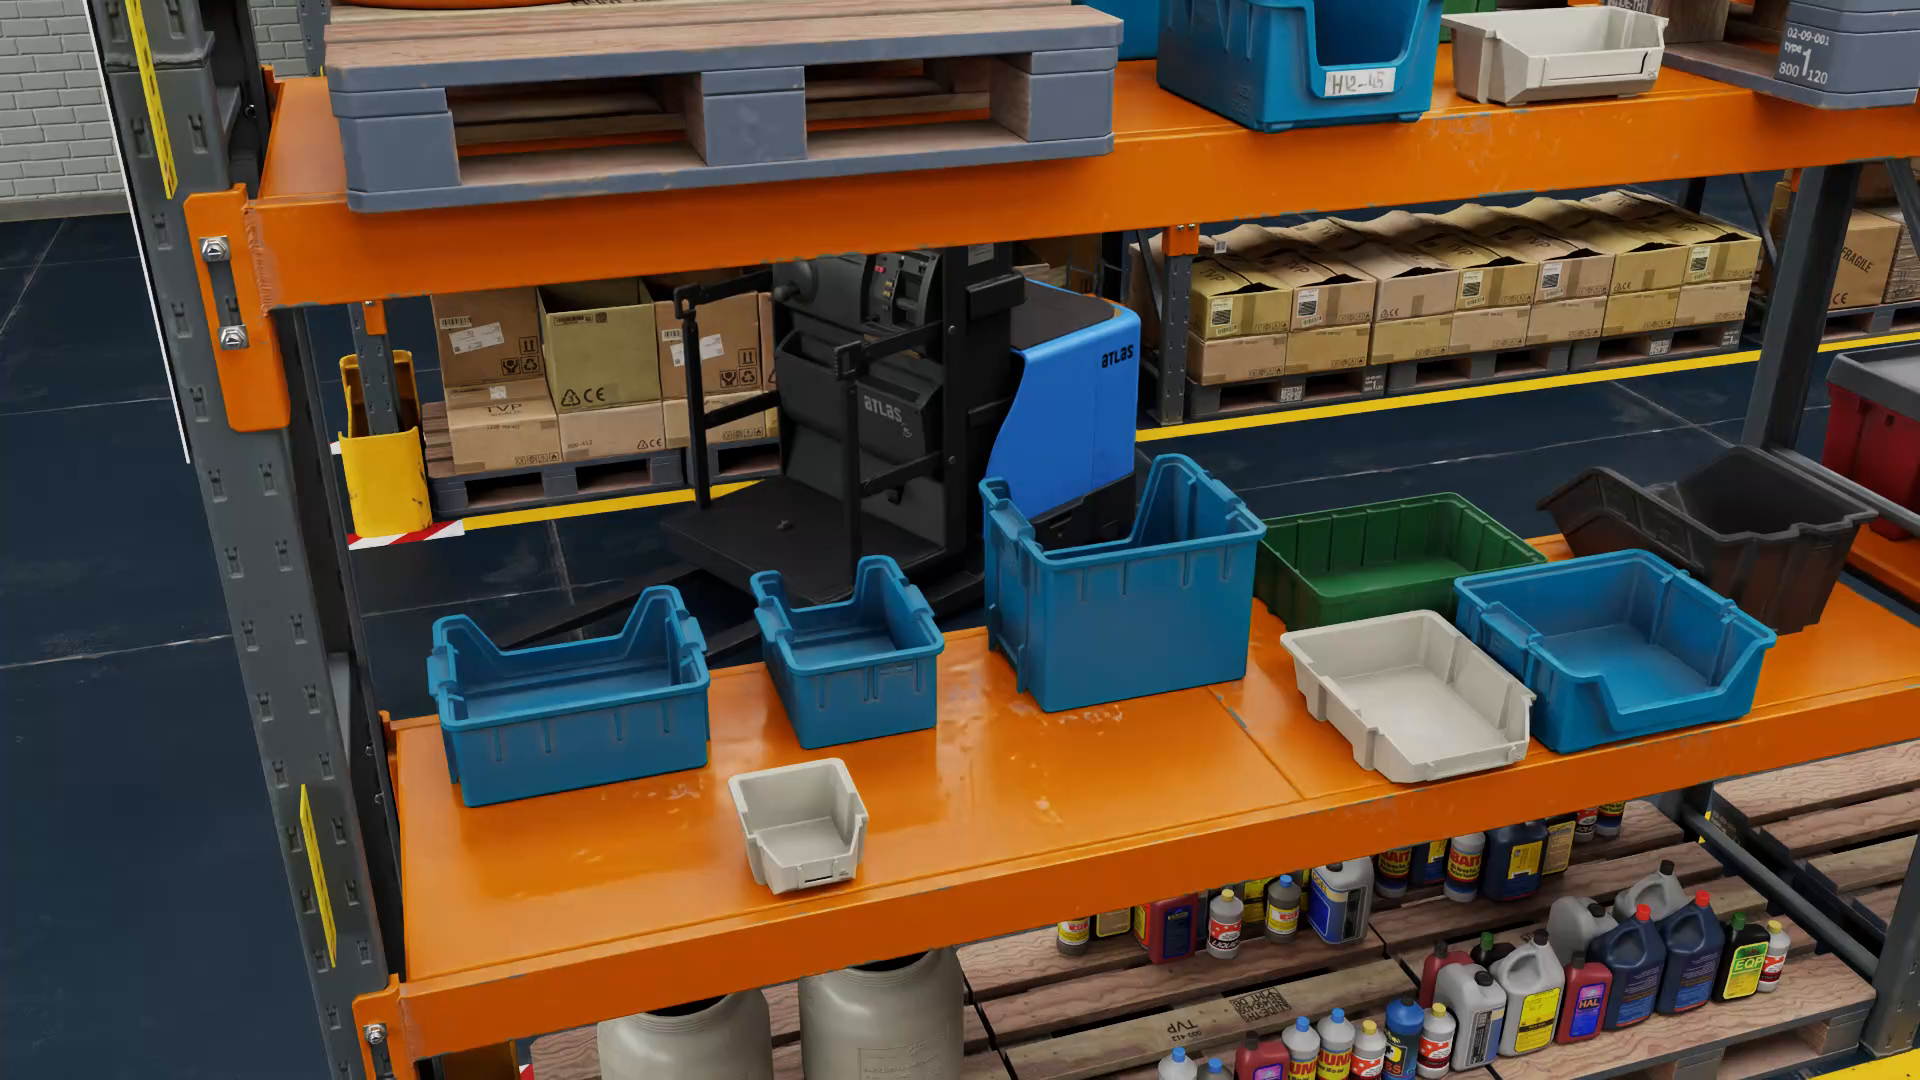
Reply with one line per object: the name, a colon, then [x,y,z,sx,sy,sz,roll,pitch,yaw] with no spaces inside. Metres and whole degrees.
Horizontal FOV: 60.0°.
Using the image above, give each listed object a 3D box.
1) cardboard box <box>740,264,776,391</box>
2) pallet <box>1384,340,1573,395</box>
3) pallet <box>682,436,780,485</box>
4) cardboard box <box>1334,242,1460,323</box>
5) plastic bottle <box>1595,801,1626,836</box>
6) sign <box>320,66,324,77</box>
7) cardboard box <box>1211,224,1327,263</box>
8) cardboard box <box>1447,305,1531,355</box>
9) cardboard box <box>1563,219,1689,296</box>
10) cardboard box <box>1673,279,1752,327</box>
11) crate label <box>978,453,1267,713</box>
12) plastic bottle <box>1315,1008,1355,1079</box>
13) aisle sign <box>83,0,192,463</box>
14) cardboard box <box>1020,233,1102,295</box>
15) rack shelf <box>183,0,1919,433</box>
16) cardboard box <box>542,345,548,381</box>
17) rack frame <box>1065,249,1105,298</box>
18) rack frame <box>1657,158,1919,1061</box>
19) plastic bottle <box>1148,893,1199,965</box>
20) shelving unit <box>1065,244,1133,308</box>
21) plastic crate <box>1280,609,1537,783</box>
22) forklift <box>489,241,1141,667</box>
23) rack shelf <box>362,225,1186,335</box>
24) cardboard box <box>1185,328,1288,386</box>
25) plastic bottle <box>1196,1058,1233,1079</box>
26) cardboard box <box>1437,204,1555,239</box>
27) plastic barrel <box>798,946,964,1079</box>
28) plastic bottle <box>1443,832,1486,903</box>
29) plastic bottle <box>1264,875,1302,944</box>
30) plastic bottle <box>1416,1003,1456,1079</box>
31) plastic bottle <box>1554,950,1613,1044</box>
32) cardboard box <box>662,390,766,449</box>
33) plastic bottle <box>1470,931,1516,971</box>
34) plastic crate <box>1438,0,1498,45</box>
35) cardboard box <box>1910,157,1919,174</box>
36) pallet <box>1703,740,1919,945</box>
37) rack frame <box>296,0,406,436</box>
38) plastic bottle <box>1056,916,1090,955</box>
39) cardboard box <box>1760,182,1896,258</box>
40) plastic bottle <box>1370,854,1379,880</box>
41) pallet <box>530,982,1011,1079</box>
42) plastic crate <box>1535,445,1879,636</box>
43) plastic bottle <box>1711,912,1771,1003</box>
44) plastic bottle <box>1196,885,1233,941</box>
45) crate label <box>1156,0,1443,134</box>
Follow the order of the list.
cardboard box: [-0.804,-1.097,8.363,0.500,0.500,0.500,-8,28,-16]
pallet: [2.844,-1.209,9.947,1.213,0.211,1.003,-8,28,-16]
pallet: [-0.938,-0.660,8.841,1.213,0.211,1.003,-8,28,-16]
cardboard box: [2.433,-1.468,9.322,0.500,0.311,0.500,-9,28,-18]
plastic bottle: [2.085,0.808,5.322,0.097,0.271,0.097,0,26,0]
sign: [-2.644,-1.807,6.954,0.005,0.325,0.100,-8,28,-16]
cardboard box: [1.782,-1.629,9.647,0.500,0.311,0.500,-7,27,-15]
cardboard box: [2.916,-1.289,9.594,0.500,0.250,0.500,-8,27,-15]
cardboard box: [3.883,-1.678,9.746,0.500,0.311,0.500,-9,28,-17]
cardboard box: [4.372,-1.502,10.022,0.500,0.250,0.500,-8,27,-15]
crate label: [0.387,0.092,4.152,0.616,0.435,0.502,-8,28,-16]
plastic bottle: [0.962,1.322,4.288,0.097,0.271,0.097,0,26,0]
aisle sign: [-1.257,-0.555,2.571,0.004,0.787,0.394,-8,28,-16]
cardboard box: [0.456,-1.531,9.237,0.500,0.500,0.500,-8,28,-16]
rack shelf: [0.622,-0.821,3.466,4.000,0.370,1.077,-8,28,-16]
cardboard box: [-1.920,-0.848,8.706,0.500,0.250,0.500,-8,28,-16]
rack frame: [0.556,-0.774,7.935,0.006,1.200,0.240,-17,31,-38]
rack frame: [2.524,-0.075,4.528,0.127,3.000,1.000,-8,28,-16]
plastic bottle: [0.613,1.079,4.764,0.133,0.283,0.061,-8,28,-16]
shelving unit: [0.625,-0.795,7.991,0.189,1.200,0.258,-17,31,-38]
plastic crate: [1.058,0.374,3.921,0.437,0.136,0.530,-8,28,-16]
forklift: [-0.578,-1.057,6.584,3.031,2.935,1.130,-24,35,-39]
rack shelf: [-0.908,-1.572,8.353,4.000,0.370,1.077,-8,28,-16]
cardboard box: [1.454,-1.077,9.167,0.500,0.250,0.500,-9,28,-17]
plastic bottle: [0.639,1.400,4.209,0.097,0.201,0.097,0,26,0]
cardboard box: [3.225,-1.835,10.063,0.500,0.311,0.500,-9,28,-17]
plastic barrel: [-0.201,1.210,4.265,0.421,0.512,0.421,0,26,0]
plastic bottle: [1.527,0.957,5.023,0.097,0.271,0.097,0,26,0]
plastic bottle: [0.946,1.072,4.869,0.097,0.201,0.097,0,26,0]
plastic bottle: [1.252,1.311,4.388,0.097,0.201,0.097,0,26,0]
plastic bottle: [1.676,1.221,4.476,0.133,0.283,0.061,-6,27,-13]
cardboard box: [-1.281,-0.695,8.396,0.500,0.250,0.500,-8,28,-16]
plastic bottle: [1.455,1.186,4.548,0.133,0.283,0.061,-8,28,-16]
plastic crate: [0.939,-1.222,3.702,0.450,0.188,0.336,-8,28,-16]
cardboard box: [6.637,-2.514,10.914,0.500,0.250,0.500,-9,28,-17]
pallet: [3.258,1.049,5.399,1.213,0.211,1.003,-8,28,-16]
rack frame: [-2.810,-1.619,7.638,0.127,3.000,1.000,-8,28,-16]
plastic bottle: [0.331,1.094,4.826,0.097,0.201,0.097,0,26,0]
cardboard box: [5.613,-2.026,10.775,0.500,0.500,0.500,-7,27,-14]
plastic bottle: [1.278,0.911,5.101,0.133,0.283,0.061,-7,27,-14]
pallet: [-0.448,1.585,4.321,1.213,0.211,1.003,-8,28,-16]
plastic crate: [1.987,-0.029,4.505,0.504,0.338,0.767,-8,28,-16]
plastic bottle: [2.169,1.150,4.620,0.133,0.283,0.061,-7,27,-14]
plastic bottle: [0.711,1.018,4.894,0.135,0.276,0.152,-9,28,-18]
crate label: [0.603,-0.919,3.022,0.408,0.251,0.502,-8,28,-16]
